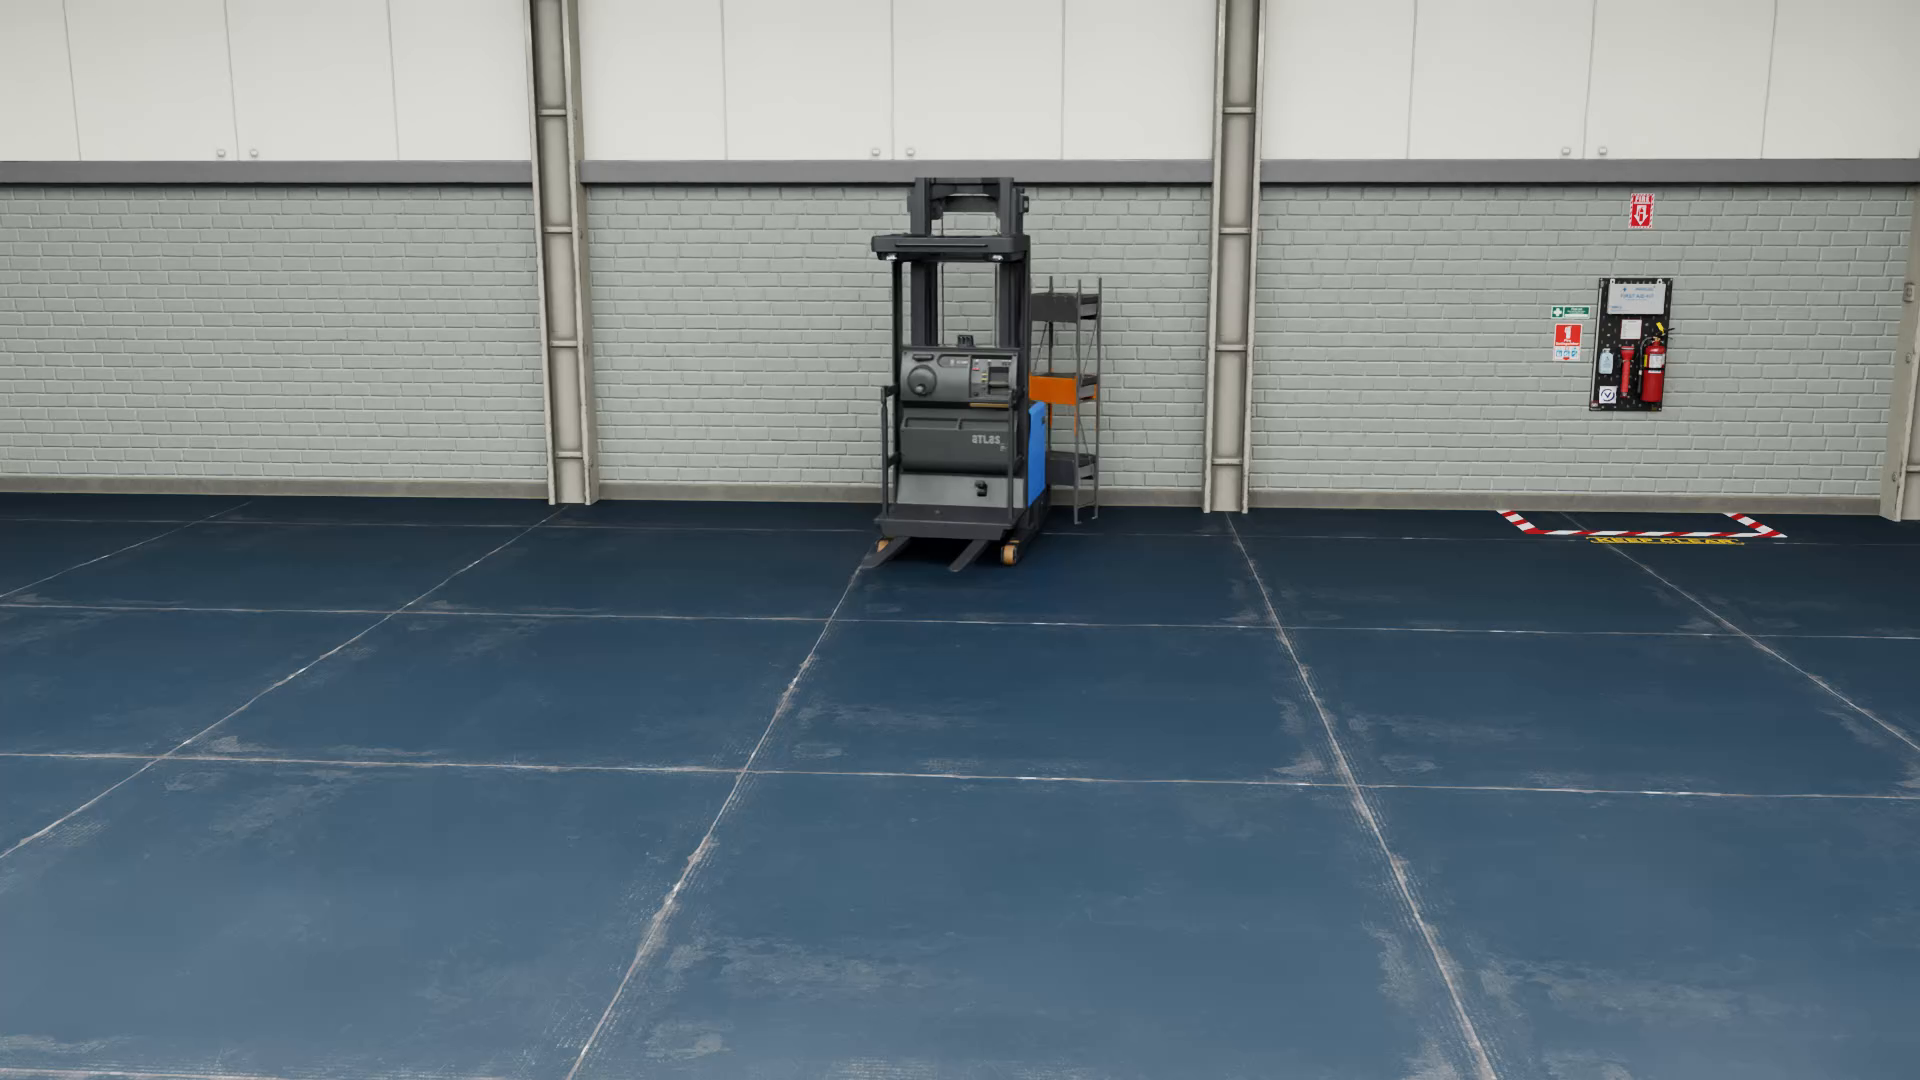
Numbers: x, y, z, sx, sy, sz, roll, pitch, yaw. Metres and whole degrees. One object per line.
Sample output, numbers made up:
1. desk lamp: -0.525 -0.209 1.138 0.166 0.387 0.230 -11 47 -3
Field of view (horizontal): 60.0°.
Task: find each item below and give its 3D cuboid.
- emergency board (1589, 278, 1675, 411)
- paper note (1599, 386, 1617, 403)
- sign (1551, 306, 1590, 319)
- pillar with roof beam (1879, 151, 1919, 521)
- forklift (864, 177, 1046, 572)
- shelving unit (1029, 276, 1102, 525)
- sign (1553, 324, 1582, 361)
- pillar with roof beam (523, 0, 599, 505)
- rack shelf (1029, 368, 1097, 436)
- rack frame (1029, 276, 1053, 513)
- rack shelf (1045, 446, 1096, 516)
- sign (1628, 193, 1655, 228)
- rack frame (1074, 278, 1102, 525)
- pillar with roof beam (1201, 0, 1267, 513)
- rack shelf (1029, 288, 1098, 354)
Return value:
1. emergency board: 5.923 -1.704 14.587 0.643 1.169 0.194 1 12 4
2. paper note: 5.751 -1.289 14.757 0.142 0.148 0.016 1 12 4
3. sign: 5.382 -2.007 14.657 0.331 0.109 0.001 1 12 4
4. pillar with roof beam: 8.098 -3.719 9.570 0.400 9.000 9.100 1 12 4
5. forklift: -0.046 -1.315 12.898 1.130 2.935 3.031 2 12 11
6. shelving unit: 0.901 -1.222 14.483 0.503 2.100 0.431 8 14 33
7. sign: 5.378 -1.750 14.721 0.234 0.329 0.001 1 12 4
8. pillar with roof beam: -3.875 -3.883 10.355 0.400 9.000 9.100 1 12 4
9. rack shelf: 0.901 -1.209 14.486 0.480 0.518 0.431 8 14 33
10. rack frame: 0.697 -1.250 14.614 0.015 2.100 0.400 8 14 33
11. rack shelf: 0.901 -0.524 14.629 0.480 0.518 0.431 8 14 33
12. sign: 5.921 -2.859 14.448 0.199 0.298 0.001 1 12 4
13. rack frame: 1.105 -1.195 14.352 0.015 2.100 0.400 8 14 33
14. pillar with roof beam: 2.111 -3.801 9.962 0.400 9.000 9.100 1 12 4
15. rack shelf: 0.901 -1.894 14.343 0.480 0.518 0.431 8 14 33
